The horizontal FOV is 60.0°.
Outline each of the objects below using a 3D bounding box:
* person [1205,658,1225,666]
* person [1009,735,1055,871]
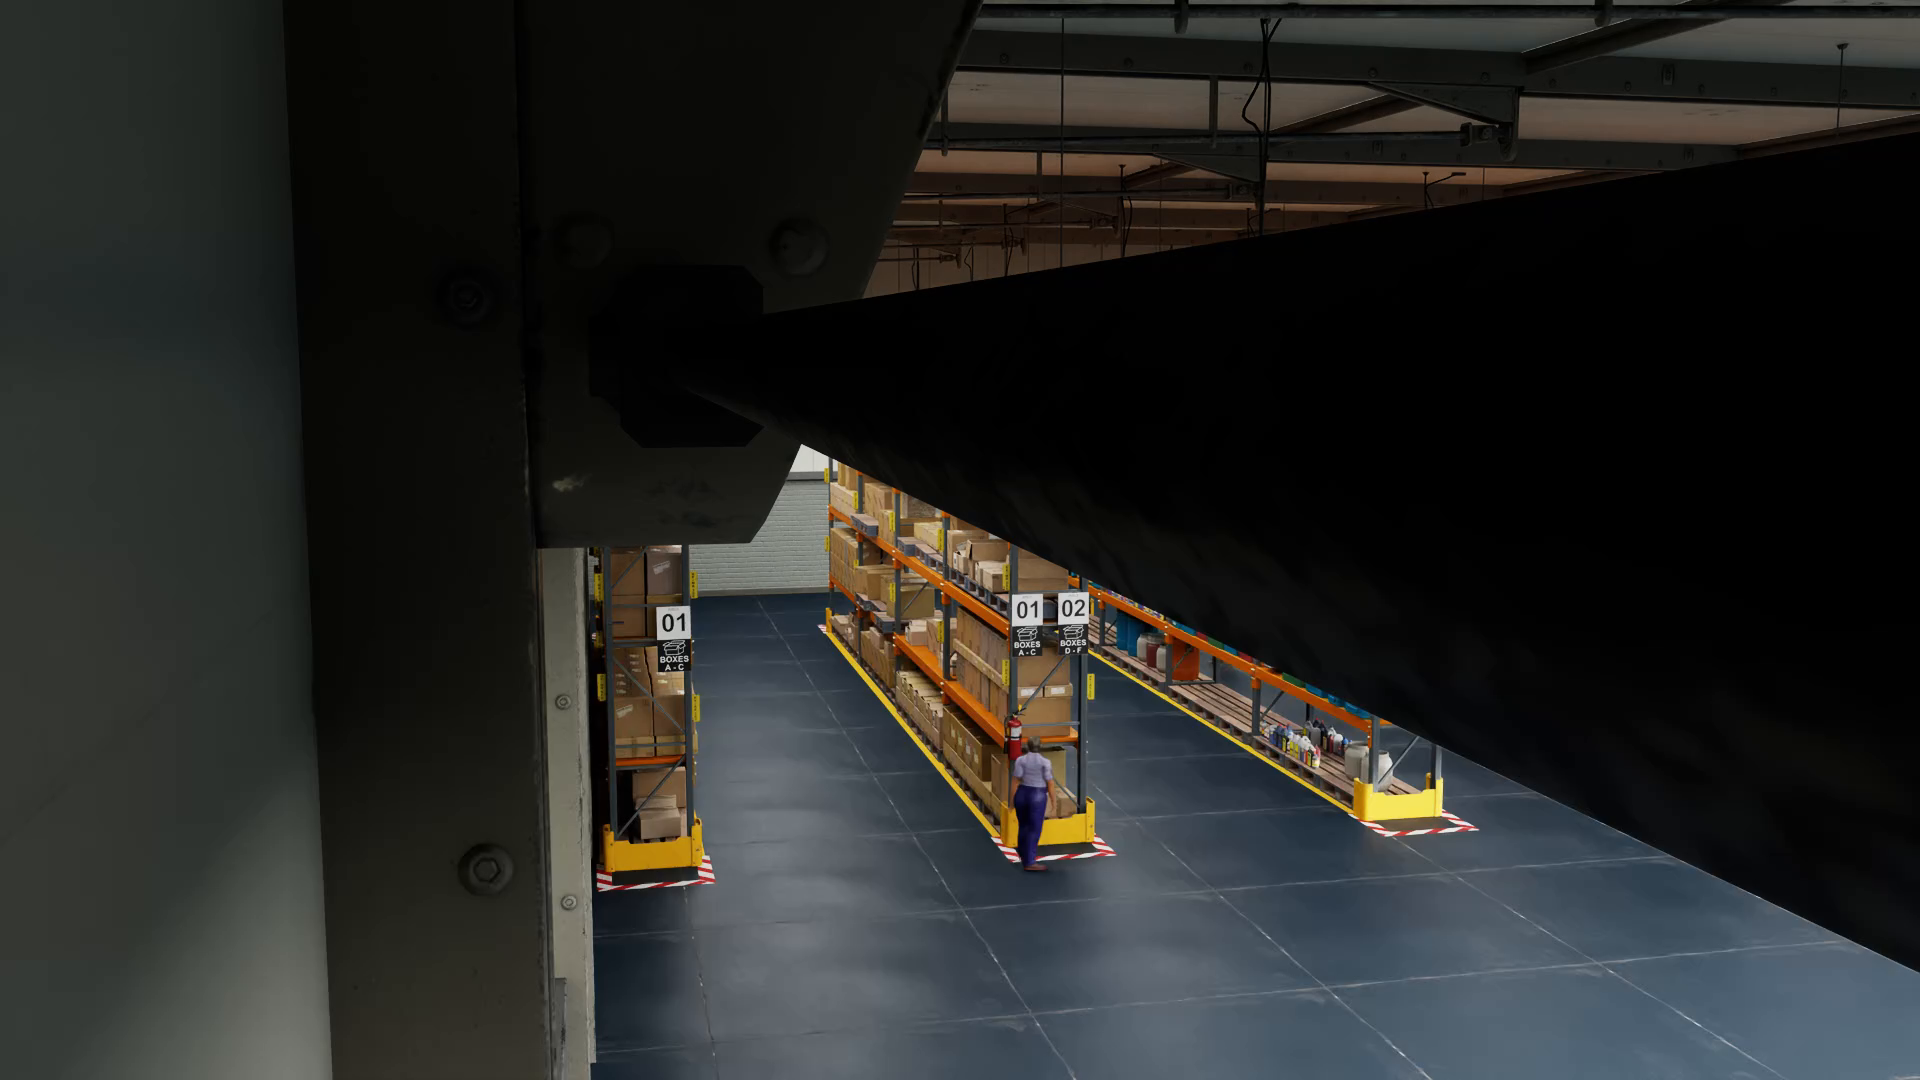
[{"bbox_3d":[5.031,1.579,32.545,0.426,1.791,0.601,-1,7,-9],"label":"person"},{"bbox_3d":[0.899,3.144,20.126,0.548,1.640,0.550,5,8,35],"label":"person"}]
